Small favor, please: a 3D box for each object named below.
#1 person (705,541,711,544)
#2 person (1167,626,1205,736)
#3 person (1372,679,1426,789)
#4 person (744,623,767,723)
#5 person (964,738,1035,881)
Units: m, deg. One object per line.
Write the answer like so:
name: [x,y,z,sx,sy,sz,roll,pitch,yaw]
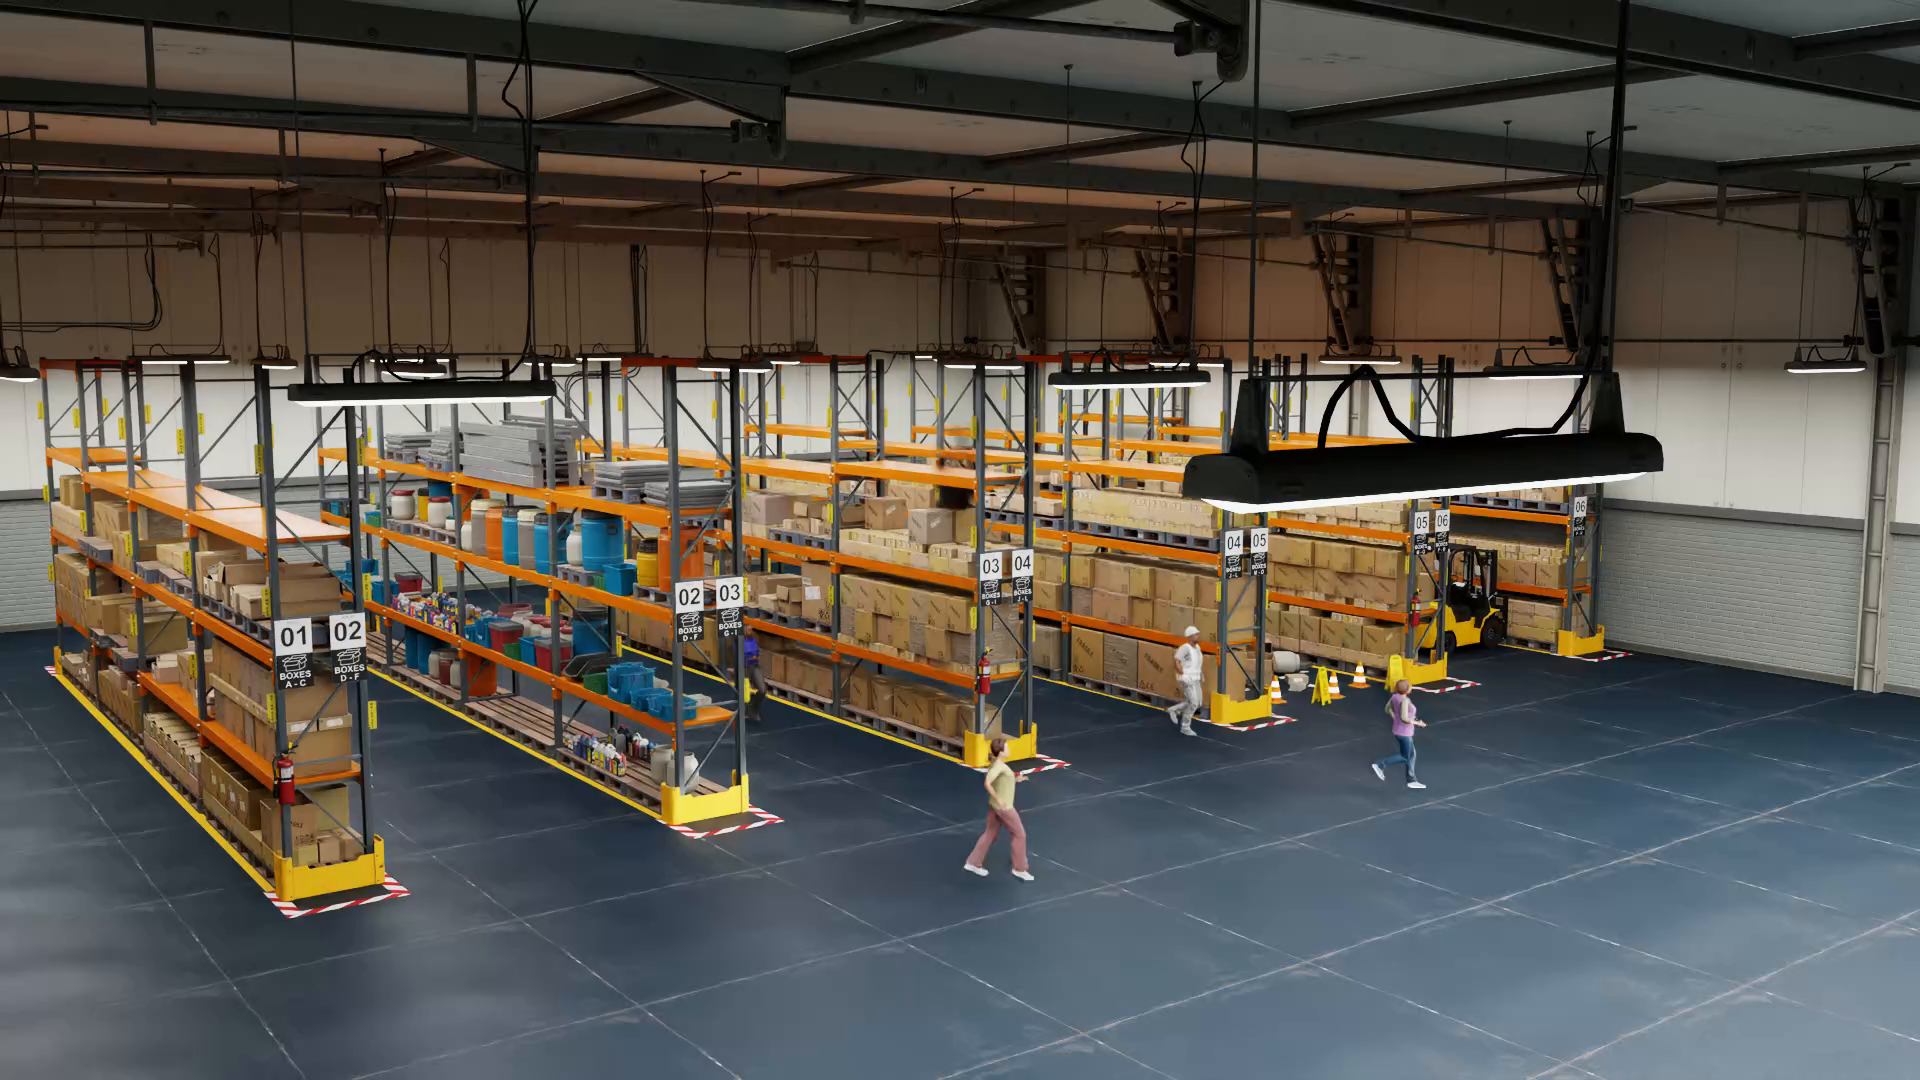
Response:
person: [-6.052,0.826,39.280,0.642,1.589,0.530,0,7,-2]
person: [3.670,2.264,26.962,0.606,1.741,0.728,5,8,34]
person: [6.207,2.741,23.467,0.790,1.586,0.538,0,7,-1]
person: [-3.466,2.217,27.574,0.667,1.685,0.558,7,10,44]
person: [0.459,3.161,19.447,0.830,1.715,0.552,-2,7,-16]
